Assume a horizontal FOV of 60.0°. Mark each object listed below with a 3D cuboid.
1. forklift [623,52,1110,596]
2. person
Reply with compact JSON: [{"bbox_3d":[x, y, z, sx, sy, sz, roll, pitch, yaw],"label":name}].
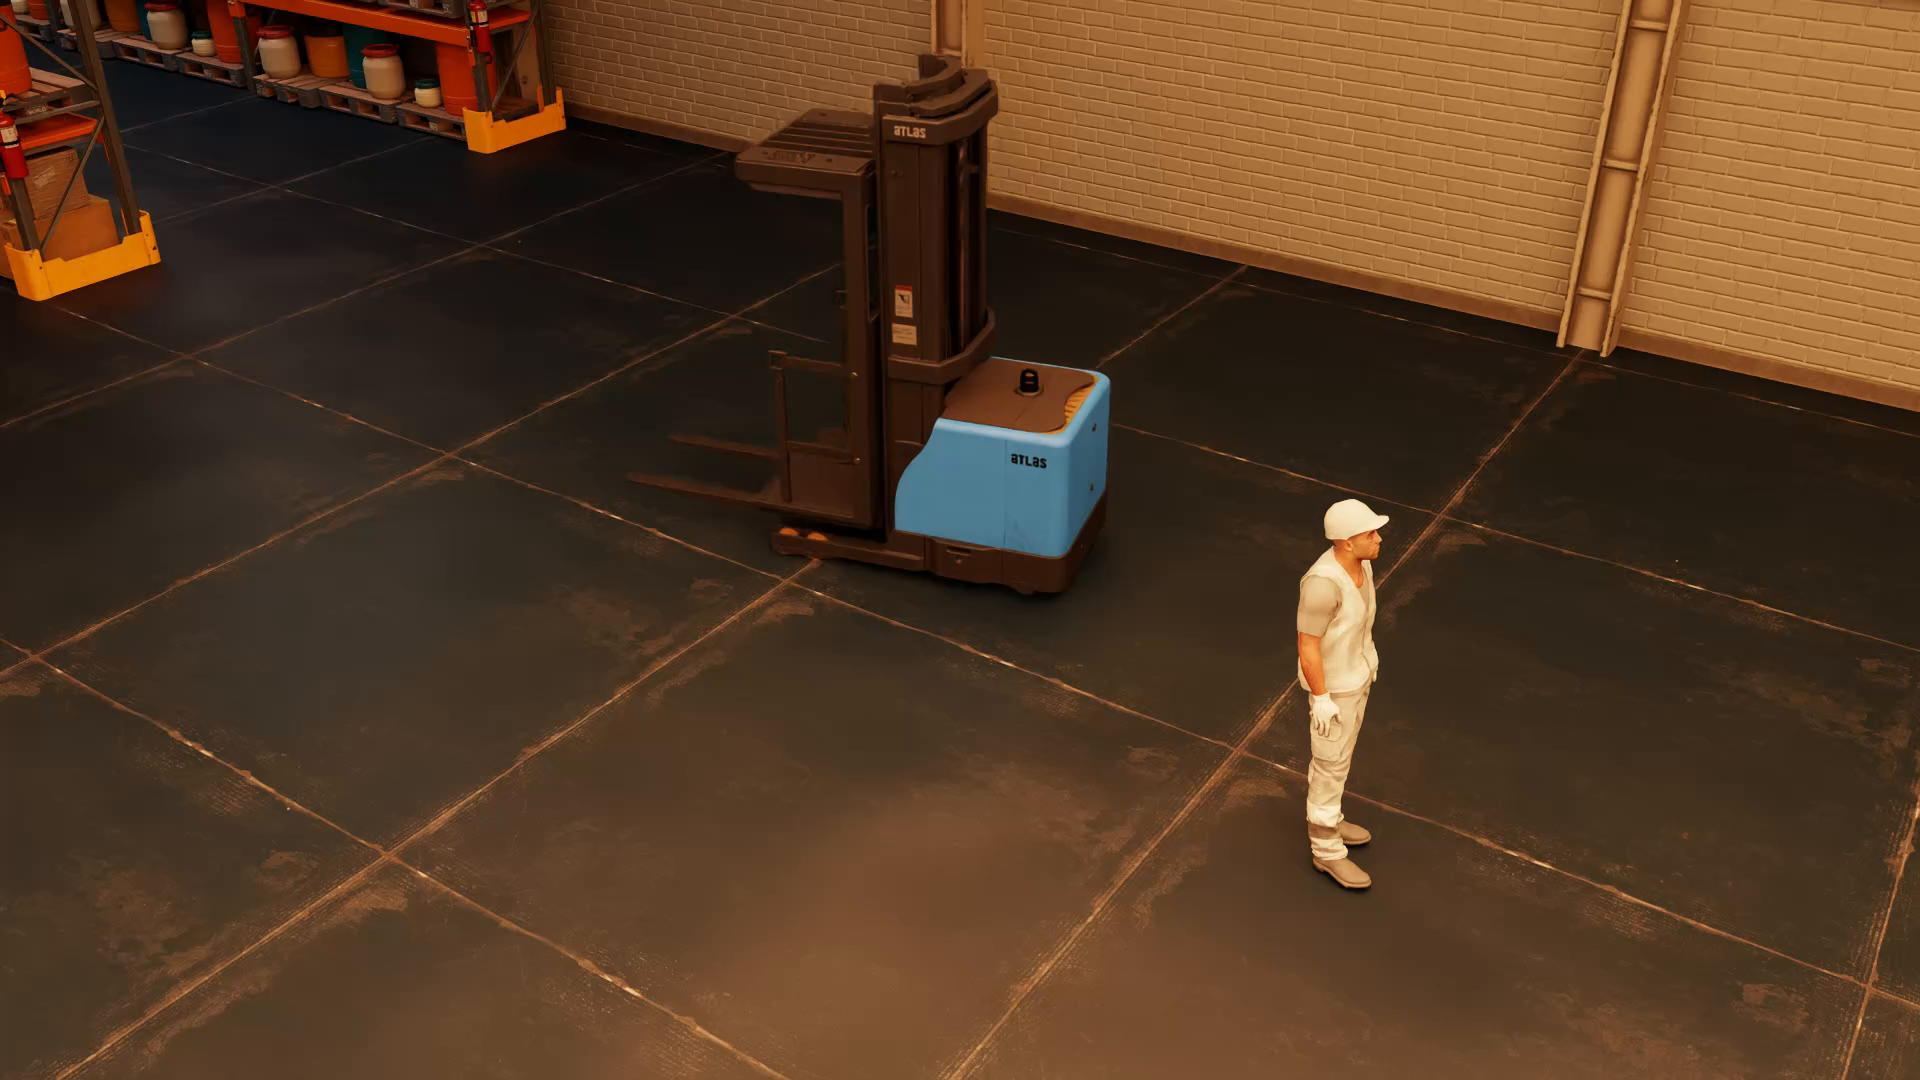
[{"bbox_3d":[-0.646,-1.379,9.956,3.031,2.935,1.130,10,32,17],"label":"forklift"},{"bbox_3d":[1.796,0.663,7.562,0.564,1.787,0.638,18,35,28],"label":"person"}]
